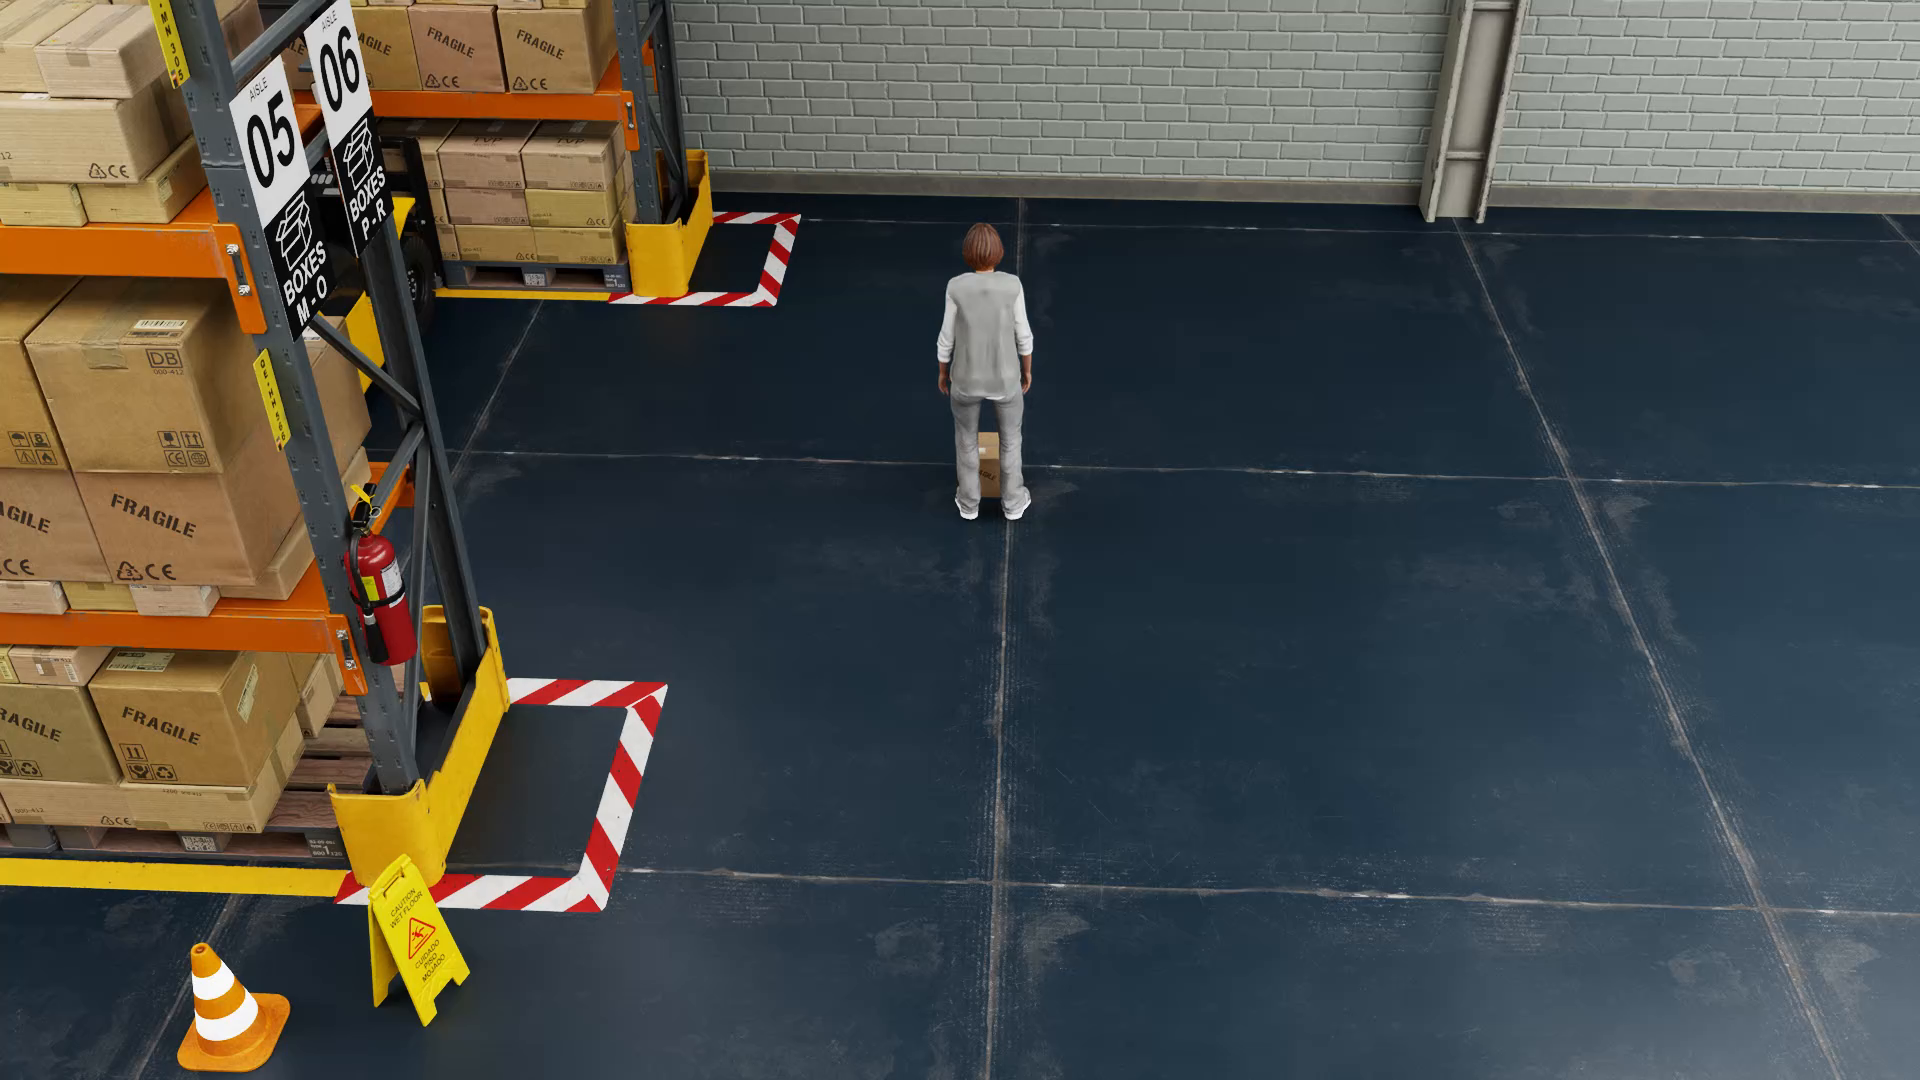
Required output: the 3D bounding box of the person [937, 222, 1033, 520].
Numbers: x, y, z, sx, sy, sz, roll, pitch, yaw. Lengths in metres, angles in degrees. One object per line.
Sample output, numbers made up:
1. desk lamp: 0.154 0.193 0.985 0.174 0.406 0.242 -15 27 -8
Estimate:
1. person: 0.129 -0.792 8.214 0.482 1.582 0.342 0 36 0
